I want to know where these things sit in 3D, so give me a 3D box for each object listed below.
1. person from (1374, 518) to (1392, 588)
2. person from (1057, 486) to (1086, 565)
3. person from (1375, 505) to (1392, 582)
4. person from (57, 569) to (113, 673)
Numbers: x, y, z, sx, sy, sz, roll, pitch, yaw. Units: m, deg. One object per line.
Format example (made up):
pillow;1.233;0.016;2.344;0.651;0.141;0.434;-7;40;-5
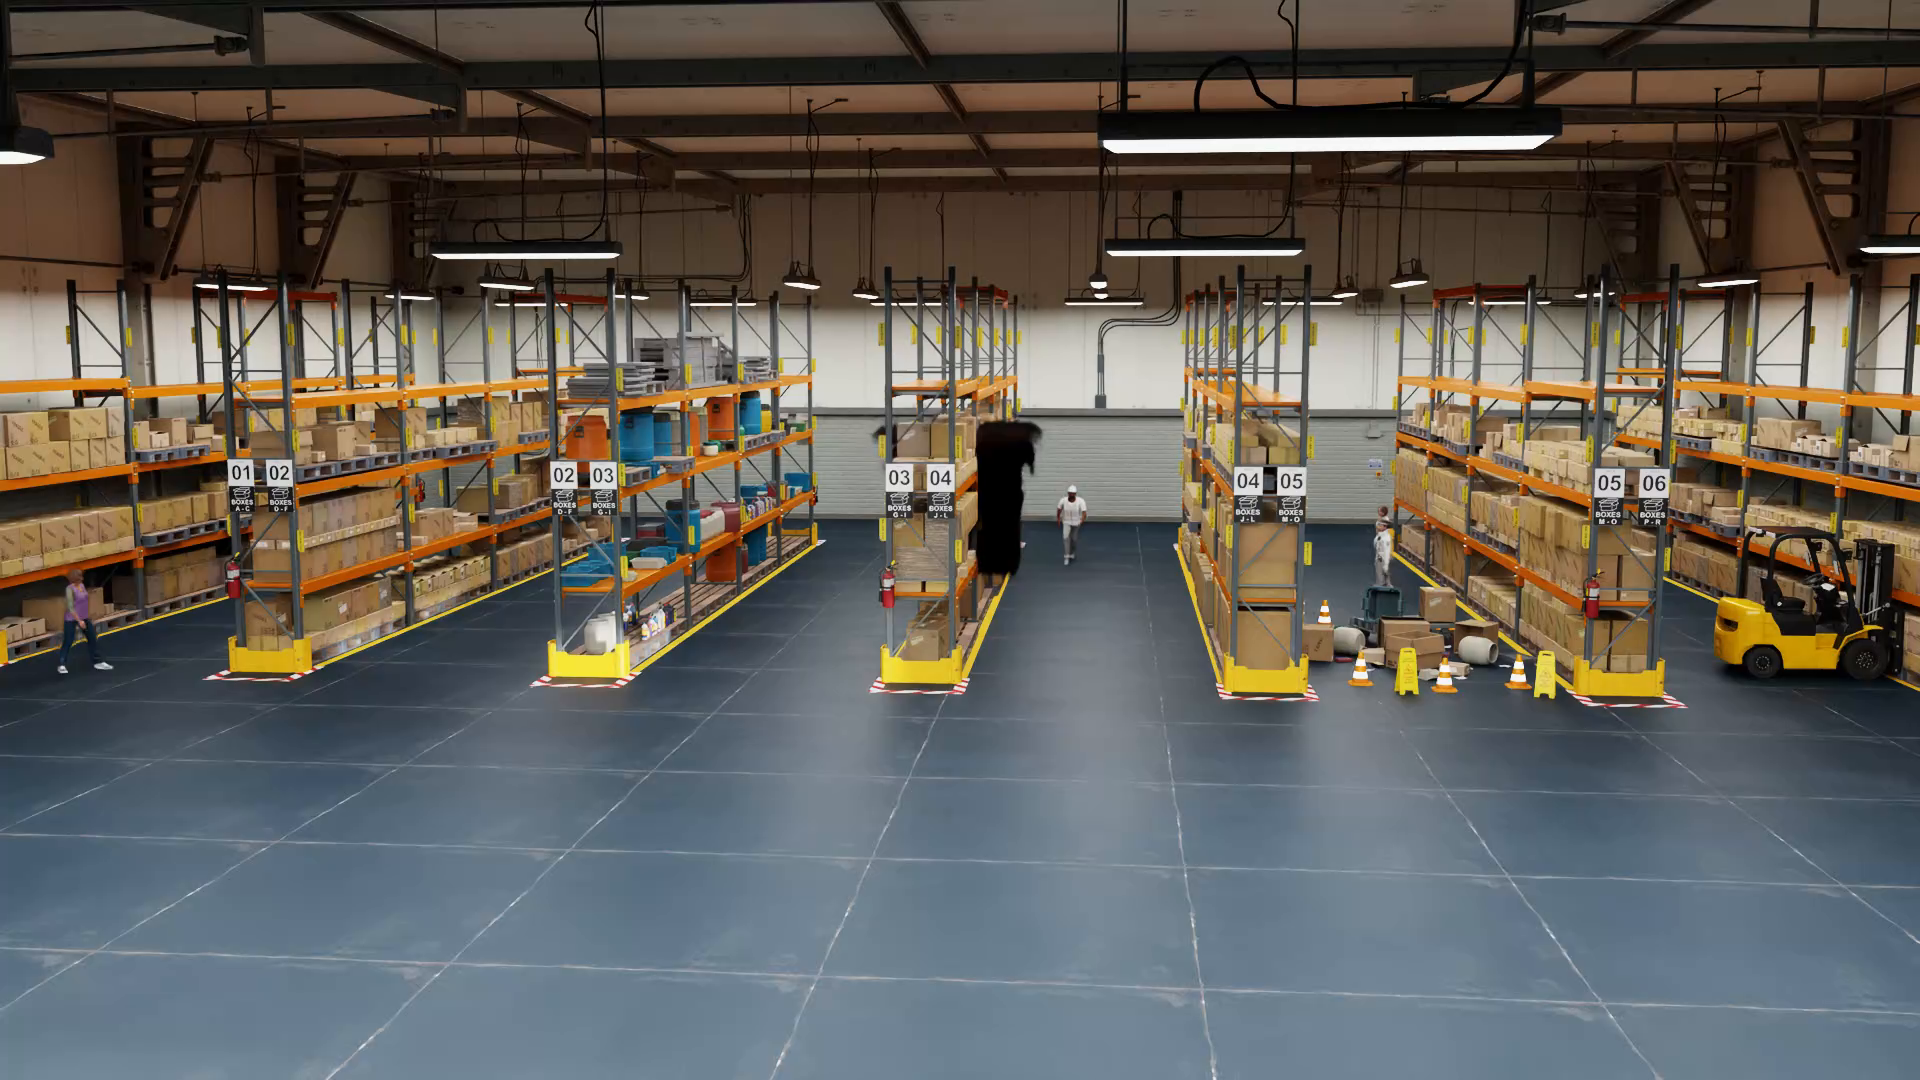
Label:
person;7.876;0.421;30.974;0.432;1.679;0.502;3;8;23
person;2.496;-0.404;37.155;0.655;1.634;0.994;0;7;3
person;8.662;0.088;33.995;0.352;1.608;0.449;1;7;6
person;-13.213;1.203;24.948;0.650;1.582;0.556;1;7;11
